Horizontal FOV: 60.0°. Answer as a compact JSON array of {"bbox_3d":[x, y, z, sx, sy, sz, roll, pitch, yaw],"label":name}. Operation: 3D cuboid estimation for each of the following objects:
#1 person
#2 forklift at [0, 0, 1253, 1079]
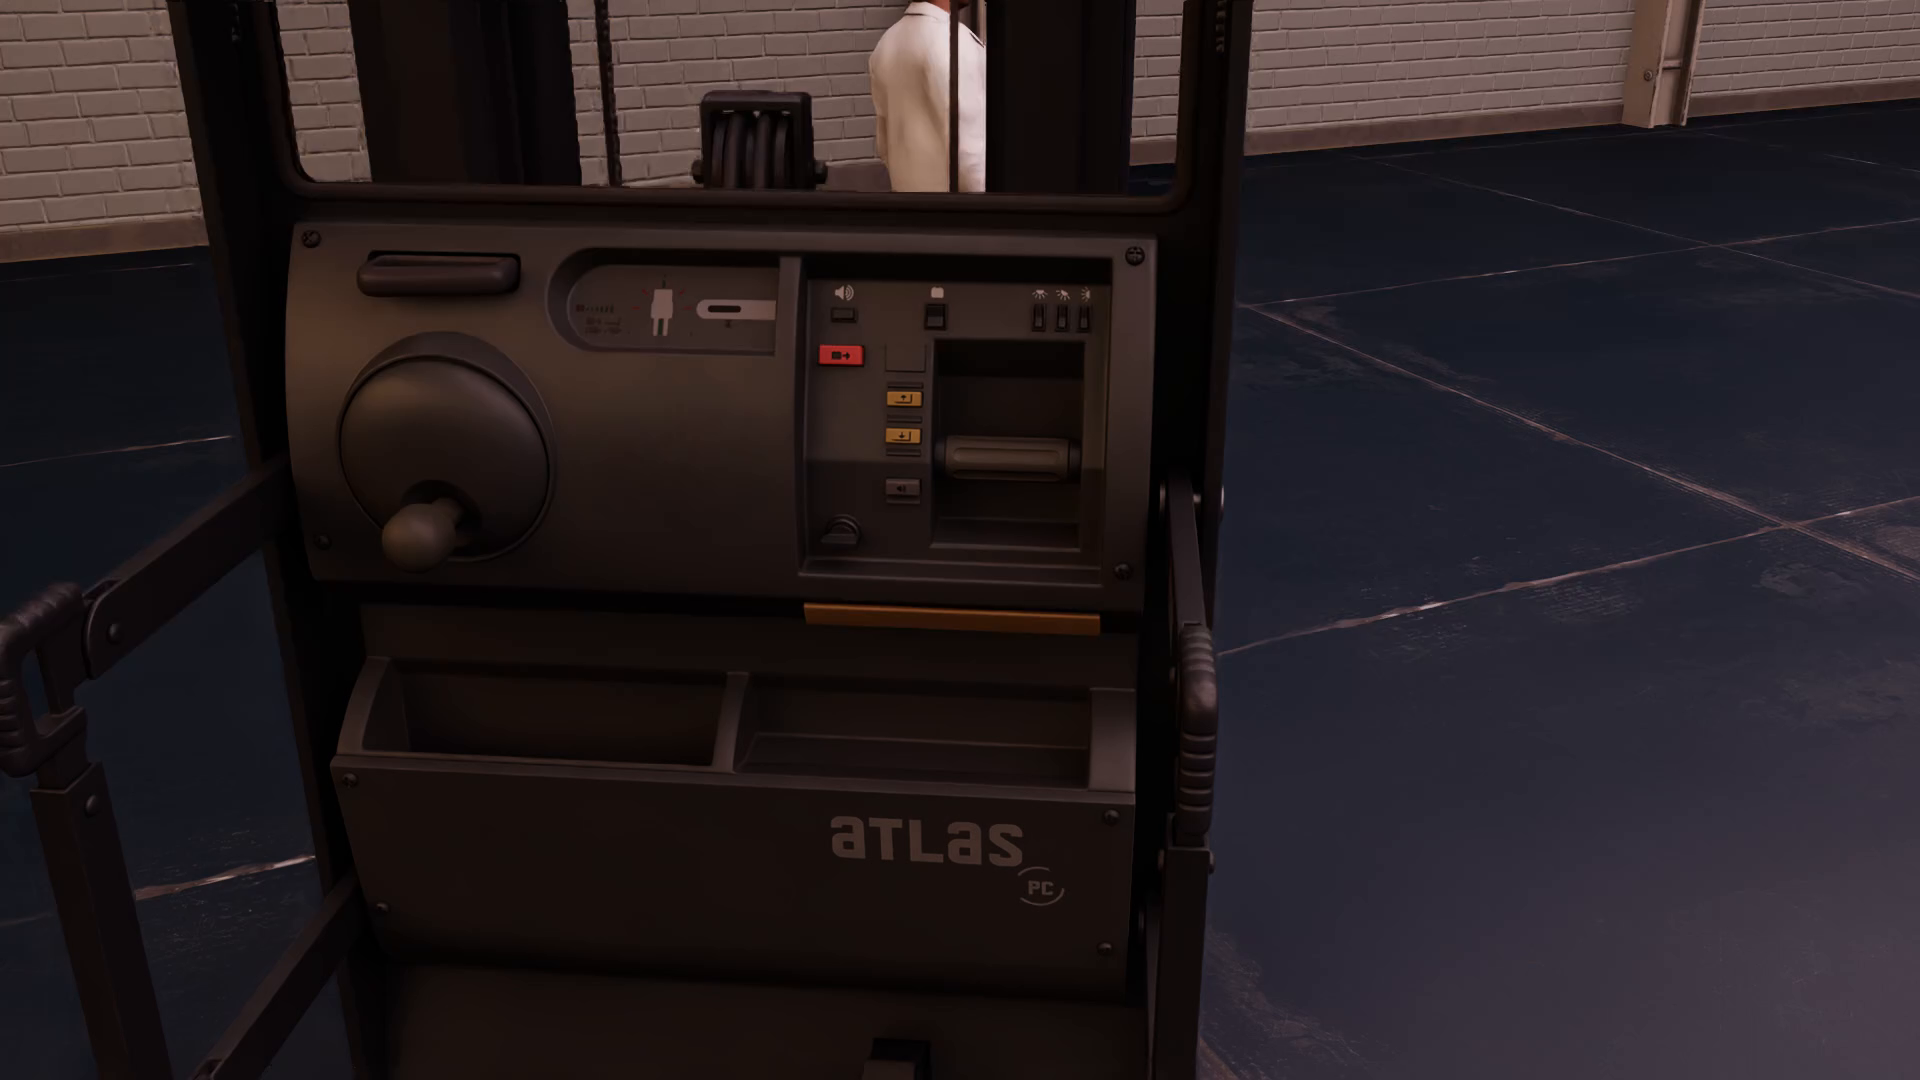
[{"bbox_3d":[0.085,-0.841,4.796,0.578,1.777,0.696,-10,25,-23],"label":"person"},{"bbox_3d":[-0.278,-0.120,1.575,1.130,2.935,3.031,2,23,5],"label":"forklift"}]
